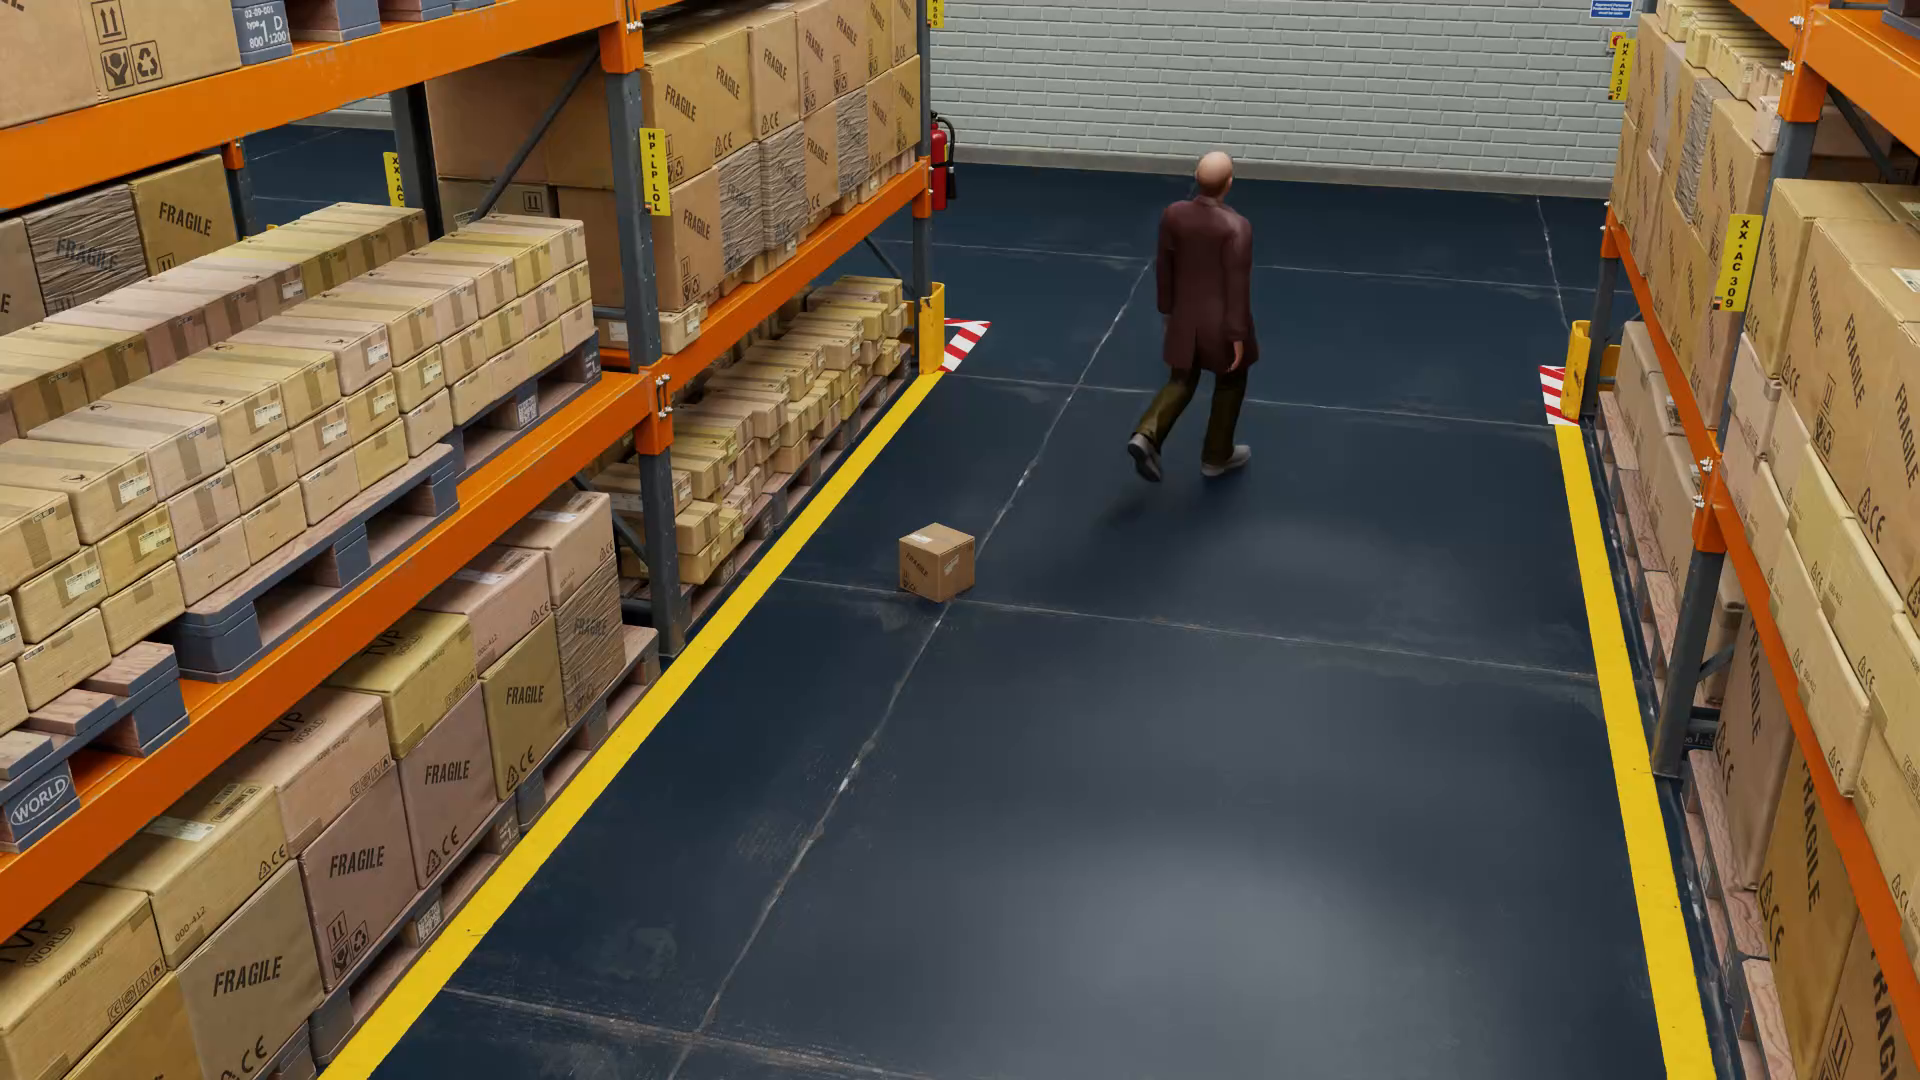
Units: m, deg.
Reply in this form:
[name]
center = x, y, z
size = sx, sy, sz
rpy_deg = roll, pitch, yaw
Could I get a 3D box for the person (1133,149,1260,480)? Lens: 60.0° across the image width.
[person]
center = 1.248, -1.124, 8.509
size = 0.584, 1.748, 0.845
rpy_deg = 18, 30, 33
